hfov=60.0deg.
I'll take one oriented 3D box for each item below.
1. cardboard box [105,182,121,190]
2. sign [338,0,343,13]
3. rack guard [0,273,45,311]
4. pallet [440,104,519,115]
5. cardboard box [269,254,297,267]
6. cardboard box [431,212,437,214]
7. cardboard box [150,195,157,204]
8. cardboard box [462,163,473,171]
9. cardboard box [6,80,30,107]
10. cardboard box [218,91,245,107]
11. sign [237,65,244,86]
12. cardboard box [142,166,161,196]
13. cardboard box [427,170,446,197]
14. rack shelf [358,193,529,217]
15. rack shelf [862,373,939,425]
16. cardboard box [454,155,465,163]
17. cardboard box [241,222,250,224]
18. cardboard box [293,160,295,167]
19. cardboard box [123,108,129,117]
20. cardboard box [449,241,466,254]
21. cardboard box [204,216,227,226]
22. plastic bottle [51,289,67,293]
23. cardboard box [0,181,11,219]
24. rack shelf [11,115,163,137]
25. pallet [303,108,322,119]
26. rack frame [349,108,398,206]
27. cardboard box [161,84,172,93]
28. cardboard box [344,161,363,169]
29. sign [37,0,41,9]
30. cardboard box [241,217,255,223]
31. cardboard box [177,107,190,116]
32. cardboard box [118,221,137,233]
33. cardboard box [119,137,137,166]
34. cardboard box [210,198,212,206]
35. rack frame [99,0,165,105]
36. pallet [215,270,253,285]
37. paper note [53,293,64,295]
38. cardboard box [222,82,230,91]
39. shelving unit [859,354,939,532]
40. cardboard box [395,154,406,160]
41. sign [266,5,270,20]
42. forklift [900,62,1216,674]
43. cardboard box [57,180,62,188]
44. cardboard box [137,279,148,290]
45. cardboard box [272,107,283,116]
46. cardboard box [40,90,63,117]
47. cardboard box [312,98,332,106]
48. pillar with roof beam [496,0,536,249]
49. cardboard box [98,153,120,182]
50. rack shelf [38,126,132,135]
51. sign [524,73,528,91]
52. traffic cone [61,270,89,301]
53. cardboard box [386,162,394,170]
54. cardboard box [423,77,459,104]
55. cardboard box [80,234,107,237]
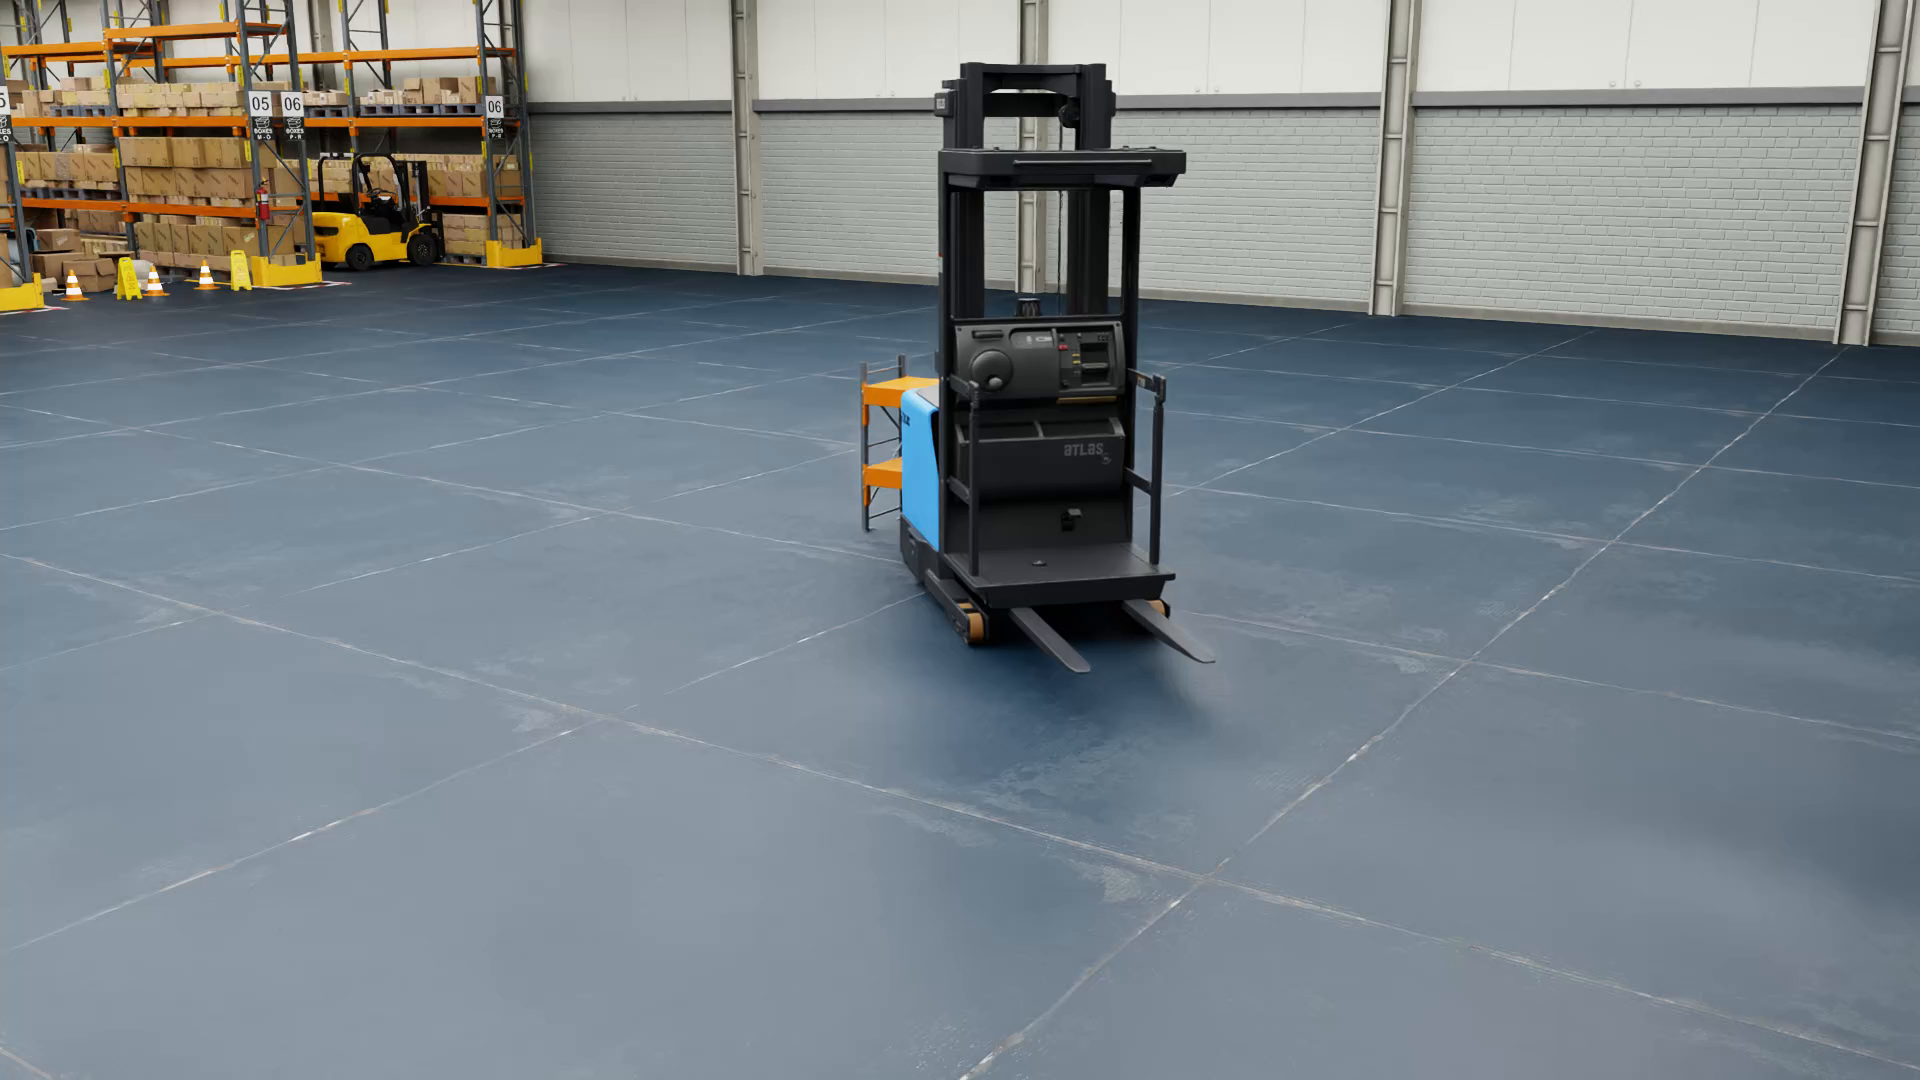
[{"bbox_3d":[-15.403,-6.489,30.442,0.250,0.149,0.380,9,17,34],"label":"cardboard box"},{"bbox_3d":[-12.348,-10.677,33.120,0.005,0.325,0.100,9,17,33],"label":"sign"},{"bbox_3d":[-14.162,-3.639,24.484,0.348,0.500,1.175,9,17,33],"label":"rack guard"},{"bbox_3d":[-9.308,-8.360,32.293,1.213,0.211,1.003,9,17,33],"label":"pallet"},{"bbox_3d":[-12.018,-4.889,29.179,0.500,0.250,0.500,9,17,32],"label":"cardboard box"},{"bbox_3d":[-10.560,-6.403,33.215,0.500,0.250,0.500,9,16,32],"label":"cardboard box"},{"bbox_3d":[-14.264,-6.112,29.793,0.250,0.149,0.380,9,17,33],"label":"cardboard box"},{"bbox_3d":[-9.409,-7.229,32.226,0.250,0.149,0.380,9,17,34],"label":"cardboard box"},{"bbox_3d":[-18.539,-8.660,32.232,0.637,0.503,0.797,8,16,29],"label":"cardboard box"},{"bbox_3d":[-12.078,-7.399,27.921,0.500,0.250,0.500,9,16,32],"label":"cardboard box"},{"bbox_3d":[-11.830,-7.634,27.336,0.005,0.325,0.100,9,17,33],"label":"sign"},{"bbox_3d":[-14.183,-6.409,29.642,0.500,0.500,0.500,9,17,33],"label":"cardboard box"},{"bbox_3d":[-10.142,-7.049,32.848,0.500,0.500,0.500,9,16,32],"label":"cardboard box"},{"bbox_3d":[-10.396,-6.766,33.409,4.000,0.370,1.077,9,17,33],"label":"rack shelf"},{"bbox_3d":[-0.077,-0.876,10.803,1.000,0.278,0.538,8,16,30],"label":"rack shelf"},{"bbox_3d":[-9.605,-7.417,32.366,0.250,0.149,0.380,10,17,34],"label":"cardboard box"},{"bbox_3d":[-12.886,-5.394,29.659,0.500,0.500,0.500,10,17,34],"label":"cardboard box"},{"bbox_3d":[-13.928,-7.995,35.319,0.250,0.149,0.380,9,17,33],"label":"cardboard box"},{"bbox_3d":[-14.699,-7.635,29.705,0.250,0.149,0.380,9,16,32],"label":"cardboard box"},{"bbox_3d":[-9.710,-5.784,32.796,0.500,0.250,0.500,9,17,33],"label":"cardboard box"},{"bbox_3d":[-12.863,-5.530,28.858,0.250,0.149,0.380,10,17,34],"label":"cardboard box"},{"bbox_3d":[-14.665,-4.047,27.043,0.283,0.061,0.133,3,14,14],"label":"plastic bottle"},{"bbox_3d":[-14.515,-4.969,24.344,0.550,0.550,0.875,9,17,33],"label":"cardboard box"},{"bbox_3d":[-16.482,-7.768,31.215,4.000,0.370,1.077,9,17,33],"label":"rack shelf"},{"bbox_3d":[-13.832,-9.061,35.336,1.213,0.211,1.003,10,17,35],"label":"pallet"},{"bbox_3d":[-12.055,-7.383,34.406,0.127,3.000,1.000,9,17,33],"label":"rack frame"},{"bbox_3d":[-13.632,-7.843,28.885,0.250,0.149,0.380,9,16,32],"label":"cardboard box"},{"bbox_3d":[-12.463,-7.748,34.322,0.250,0.149,0.380,10,17,35],"label":"cardboard box"},{"bbox_3d":[-17.847,-10.443,32.173,0.005,0.325,0.100,9,17,33],"label":"sign"},{"bbox_3d":[-15.845,-6.924,36.879,0.500,0.500,0.500,10,17,34],"label":"cardboard box"},{"bbox_3d":[-13.255,-7.380,28.673,0.250,0.149,0.380,9,16,32],"label":"cardboard box"},{"bbox_3d":[-19.616,-7.397,39.277,0.258,0.266,0.396,10,17,35],"label":"cardboard box"},{"bbox_3d":[-14.578,-6.969,29.825,0.500,0.500,0.700,9,17,32],"label":"cardboard box"},{"bbox_3d":[-12.771,-5.883,28.870,0.250,0.149,0.380,9,17,34],"label":"cardboard box"},{"bbox_3d":[-14.822,-9.305,29.685,0.127,3.000,1.000,9,17,33],"label":"rack frame"},{"bbox_3d":[-12.221,-4.629,29.084,1.213,0.211,1.003,9,17,33],"label":"pallet"},{"bbox_3d":[-14.501,-3.957,26.749,0.144,0.017,0.142,-10,17,-35],"label":"paper note"},{"bbox_3d":[-12.141,-7.606,27.929,0.250,0.149,0.380,10,17,34],"label":"cardboard box"},{"bbox_3d":[-0.077,-0.592,10.873,1.048,1.125,0.538,8,16,30],"label":"shelving unit"},{"bbox_3d":[-11.086,-7.655,33.328,0.250,0.149,0.380,9,16,32],"label":"cardboard box"},{"bbox_3d":[-15.068,-11.473,36.170,0.005,0.325,0.100,9,17,33],"label":"sign"},{"bbox_3d":[0.485,-0.982,8.691,1.130,2.935,3.031,-3,14,-14],"label":"forklift"},{"bbox_3d":[-16.842,-6.752,31.506,0.250,0.149,0.380,10,17,35],"label":"cardboard box"},{"bbox_3d":[-13.718,-4.246,27.664,0.380,0.149,0.250,-7,15,-25],"label":"cardboard box"},{"bbox_3d":[-11.597,-7.300,28.350,0.250,0.149,0.380,9,17,33],"label":"cardboard box"},{"bbox_3d":[-16.860,-8.237,31.397,0.637,0.503,0.797,9,17,33],"label":"cardboard box"},{"bbox_3d":[-13.137,-9.057,34.364,0.250,0.149,0.380,9,17,33],"label":"cardboard box"},{"bbox_3d":[-11.214,-9.173,29.154,0.400,9.000,9.100,9,17,33],"label":"pillar with roof beam"},{"bbox_3d":[-15.334,-6.806,30.373,0.500,0.500,0.500,9,16,32],"label":"cardboard box"},{"bbox_3d":[-20.353,-9.831,39.549,4.000,0.370,1.077,9,17,33],"label":"rack shelf"},{"bbox_3d":[-8.421,-8.875,32.208,0.005,0.325,0.100,9,17,33],"label":"sign"},{"bbox_3d":[-13.830,-3.979,25.933,0.334,0.463,0.336,9,17,33],"label":"traffic cone"},{"bbox_3d":[-11.327,-7.540,33.480,0.250,0.149,0.380,10,17,34],"label":"cardboard box"},{"bbox_3d":[-10.034,-8.772,32.483,0.500,0.500,0.700,9,17,33],"label":"cardboard box"},{"bbox_3d":[-17.062,-5.682,32.131,0.625,0.372,0.950,9,16,32],"label":"cardboard box"}]
